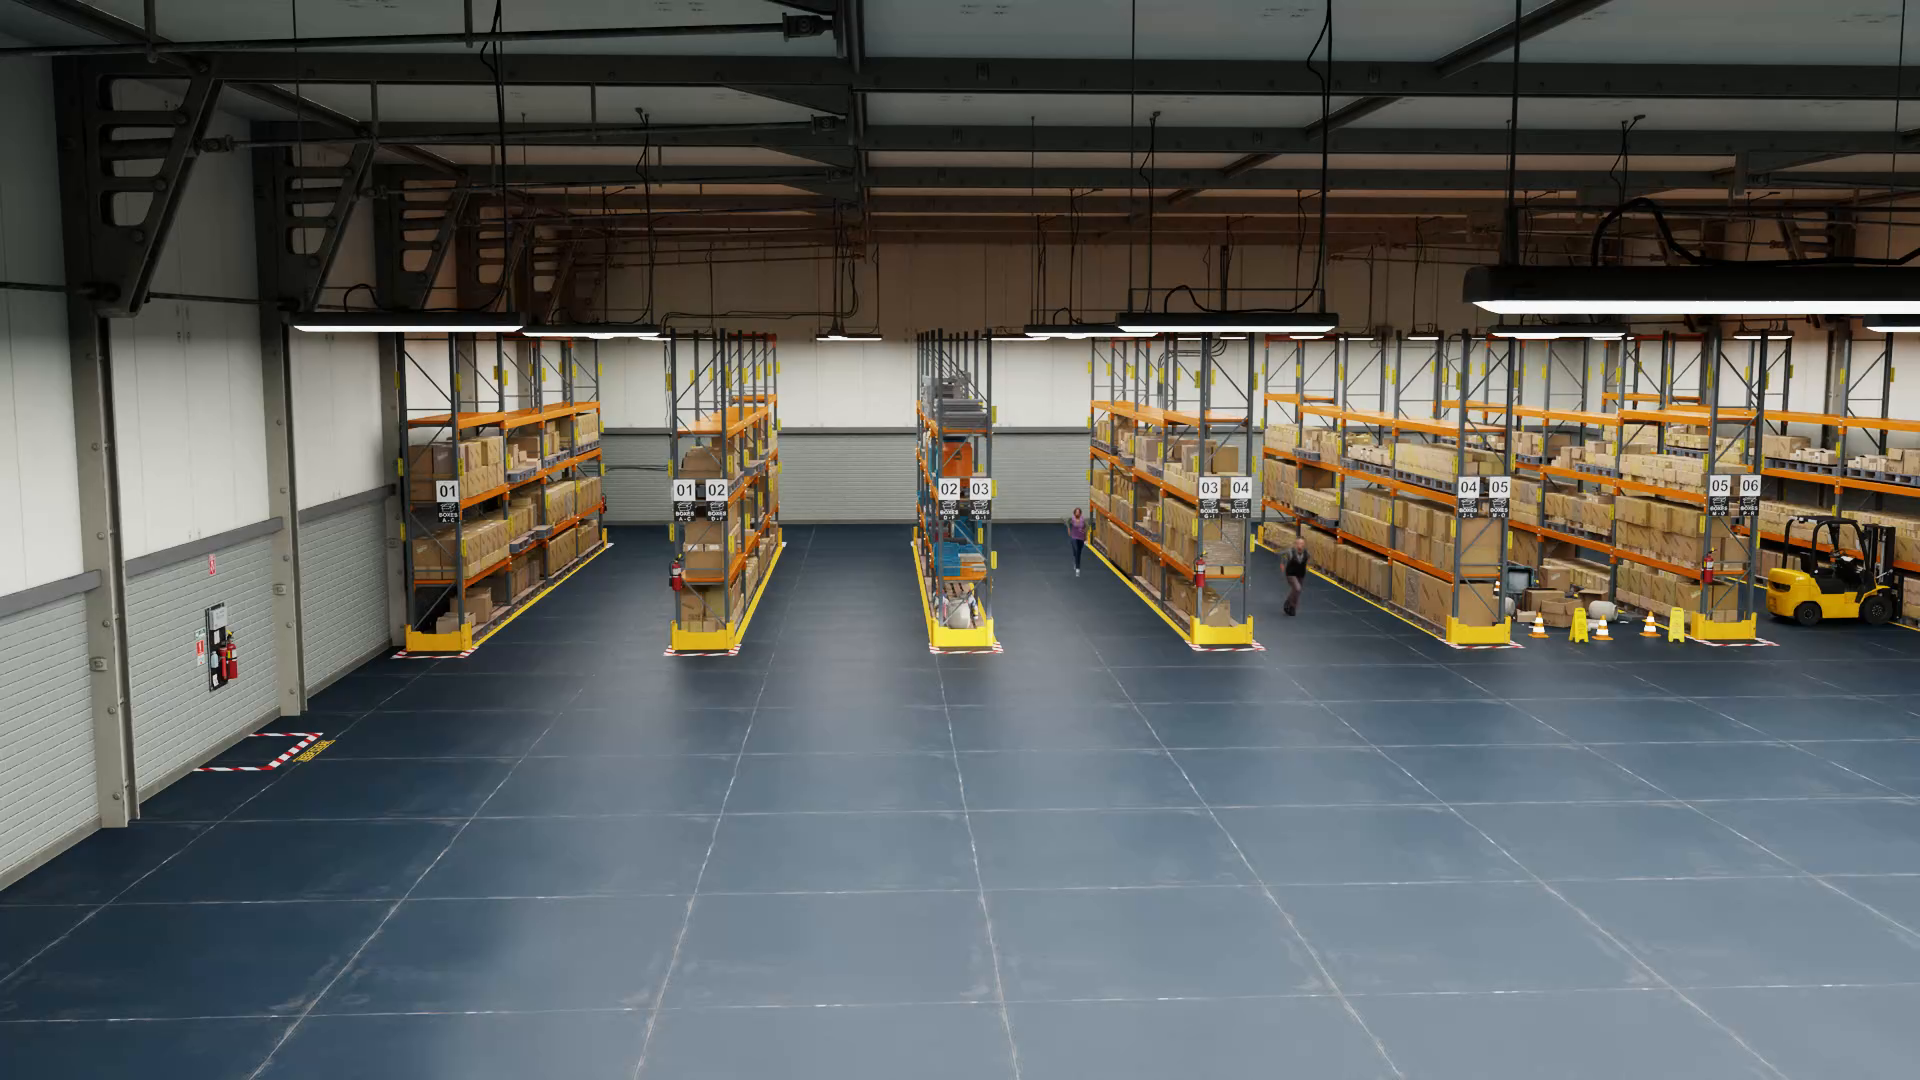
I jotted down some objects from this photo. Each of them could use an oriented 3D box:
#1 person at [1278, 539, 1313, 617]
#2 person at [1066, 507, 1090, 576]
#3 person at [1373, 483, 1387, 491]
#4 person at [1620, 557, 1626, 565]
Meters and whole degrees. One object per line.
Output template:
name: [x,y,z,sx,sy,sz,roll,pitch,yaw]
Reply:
person: [7.028,0.775,34.864,0.644,1.660,0.908,-2,7,-19]
person: [2.803,0.001,39.622,0.541,1.609,0.917,0,7,-2]
person: [12.623,-0.898,49.388,0.879,1.639,0.596,0,7,-4]
person: [16.182,0.173,40.121,0.594,1.648,0.874,0,7,-1]
